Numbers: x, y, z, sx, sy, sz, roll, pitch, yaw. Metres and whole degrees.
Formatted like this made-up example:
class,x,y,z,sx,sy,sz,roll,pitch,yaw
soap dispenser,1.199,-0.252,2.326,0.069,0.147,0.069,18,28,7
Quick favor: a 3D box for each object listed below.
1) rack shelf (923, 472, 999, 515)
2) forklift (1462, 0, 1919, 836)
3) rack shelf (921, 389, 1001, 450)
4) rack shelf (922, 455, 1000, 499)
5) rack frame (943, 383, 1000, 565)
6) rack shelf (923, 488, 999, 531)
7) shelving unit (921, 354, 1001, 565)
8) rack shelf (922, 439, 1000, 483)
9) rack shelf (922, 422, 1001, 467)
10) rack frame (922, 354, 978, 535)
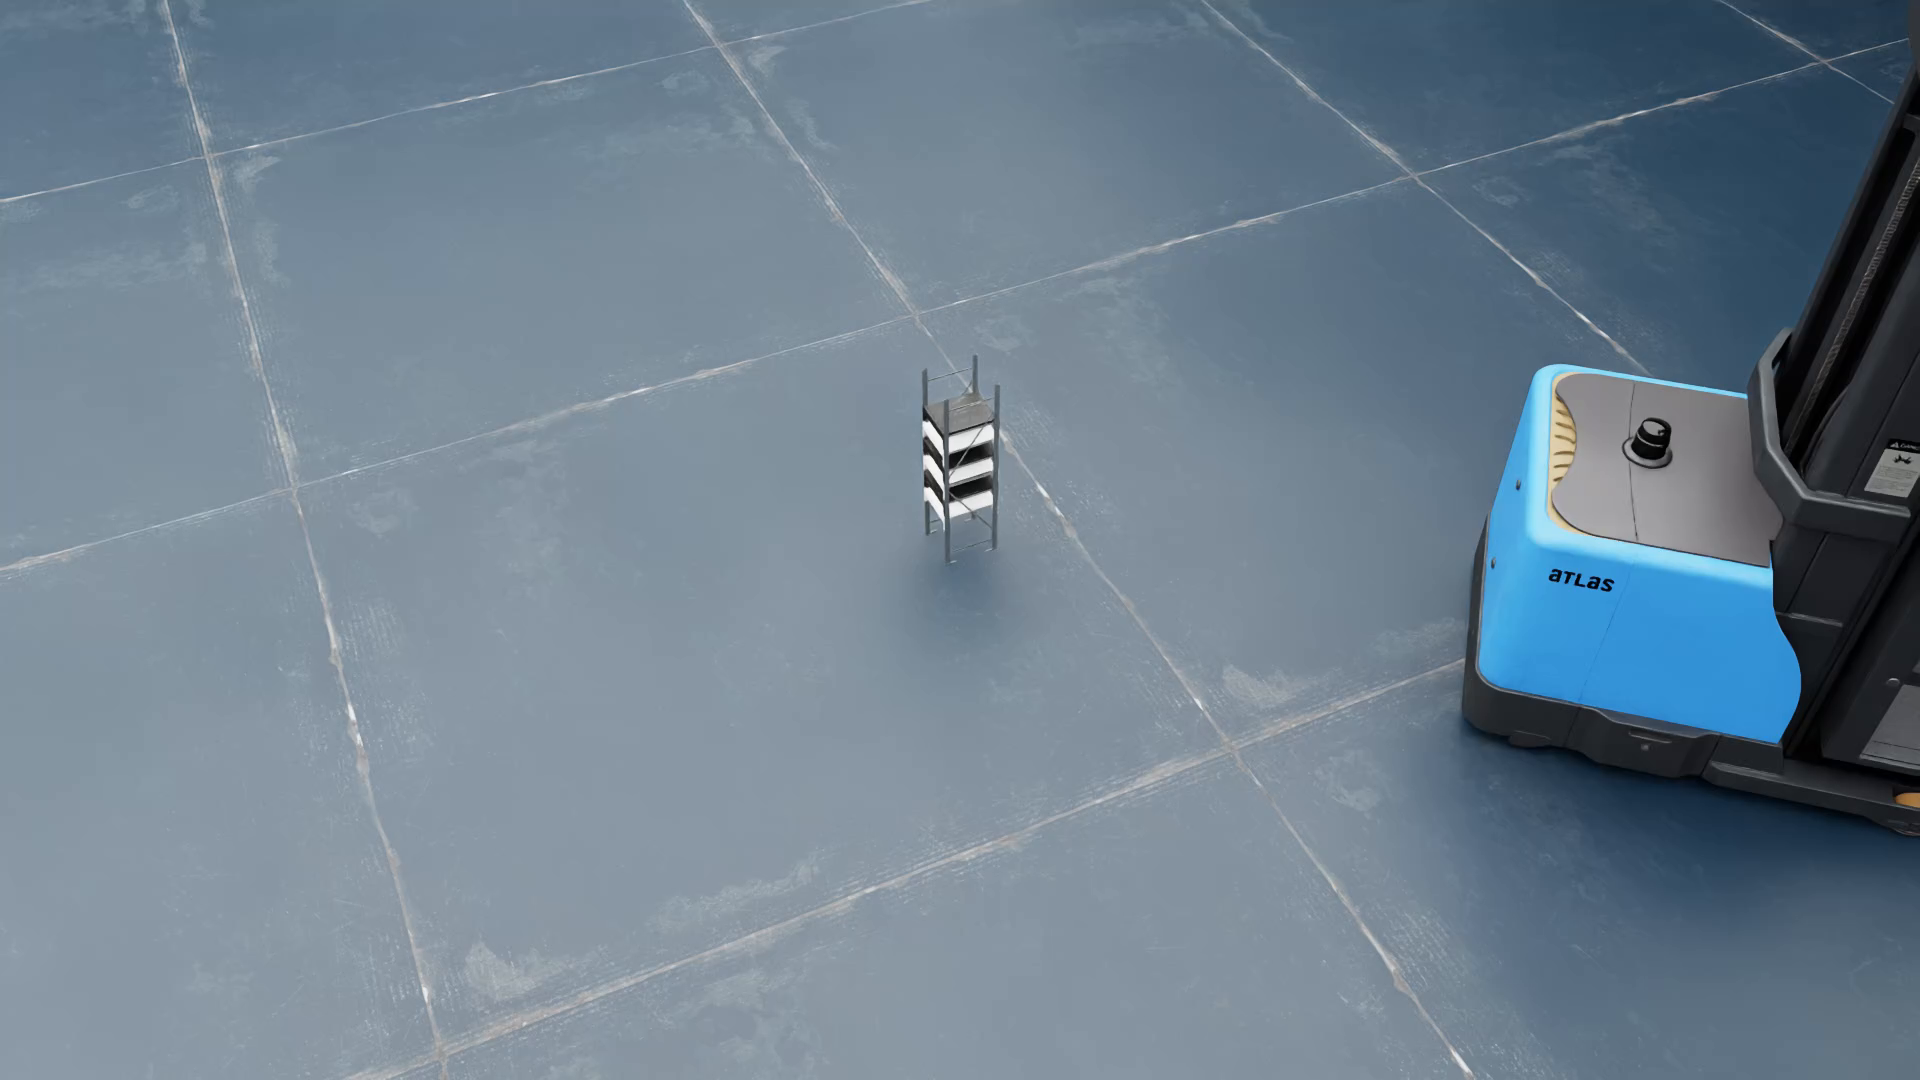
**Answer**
class,x,y,z,sx,sy,sz,roll,pitch,yaw
rack shelf,0.003,-0.227,6.884,0.258,0.077,0.200,-18,47,-17
forklift,3.495,-0.353,5.389,3.031,2.935,1.130,11,46,11
rack shelf,0.003,-0.484,6.631,0.258,0.077,0.200,-18,47,-17
rack shelf,0.003,-0.291,6.821,0.258,0.077,0.200,-18,47,-17
rack frame,0.046,-0.250,6.732,0.240,0.900,0.006,-18,47,-17
rack shelf,0.003,-0.163,6.947,0.258,0.077,0.200,-18,47,-17
shelving unit,0.003,-0.315,6.798,0.258,0.900,0.210,-18,47,-17
rack shelf,0.003,-0.355,6.758,0.258,0.077,0.200,-18,47,-17
rack shelf,0.003,-0.420,6.695,0.258,0.077,0.200,-18,47,-17
rack frame,-0.039,-0.380,6.863,0.240,0.900,0.006,-18,47,-17
